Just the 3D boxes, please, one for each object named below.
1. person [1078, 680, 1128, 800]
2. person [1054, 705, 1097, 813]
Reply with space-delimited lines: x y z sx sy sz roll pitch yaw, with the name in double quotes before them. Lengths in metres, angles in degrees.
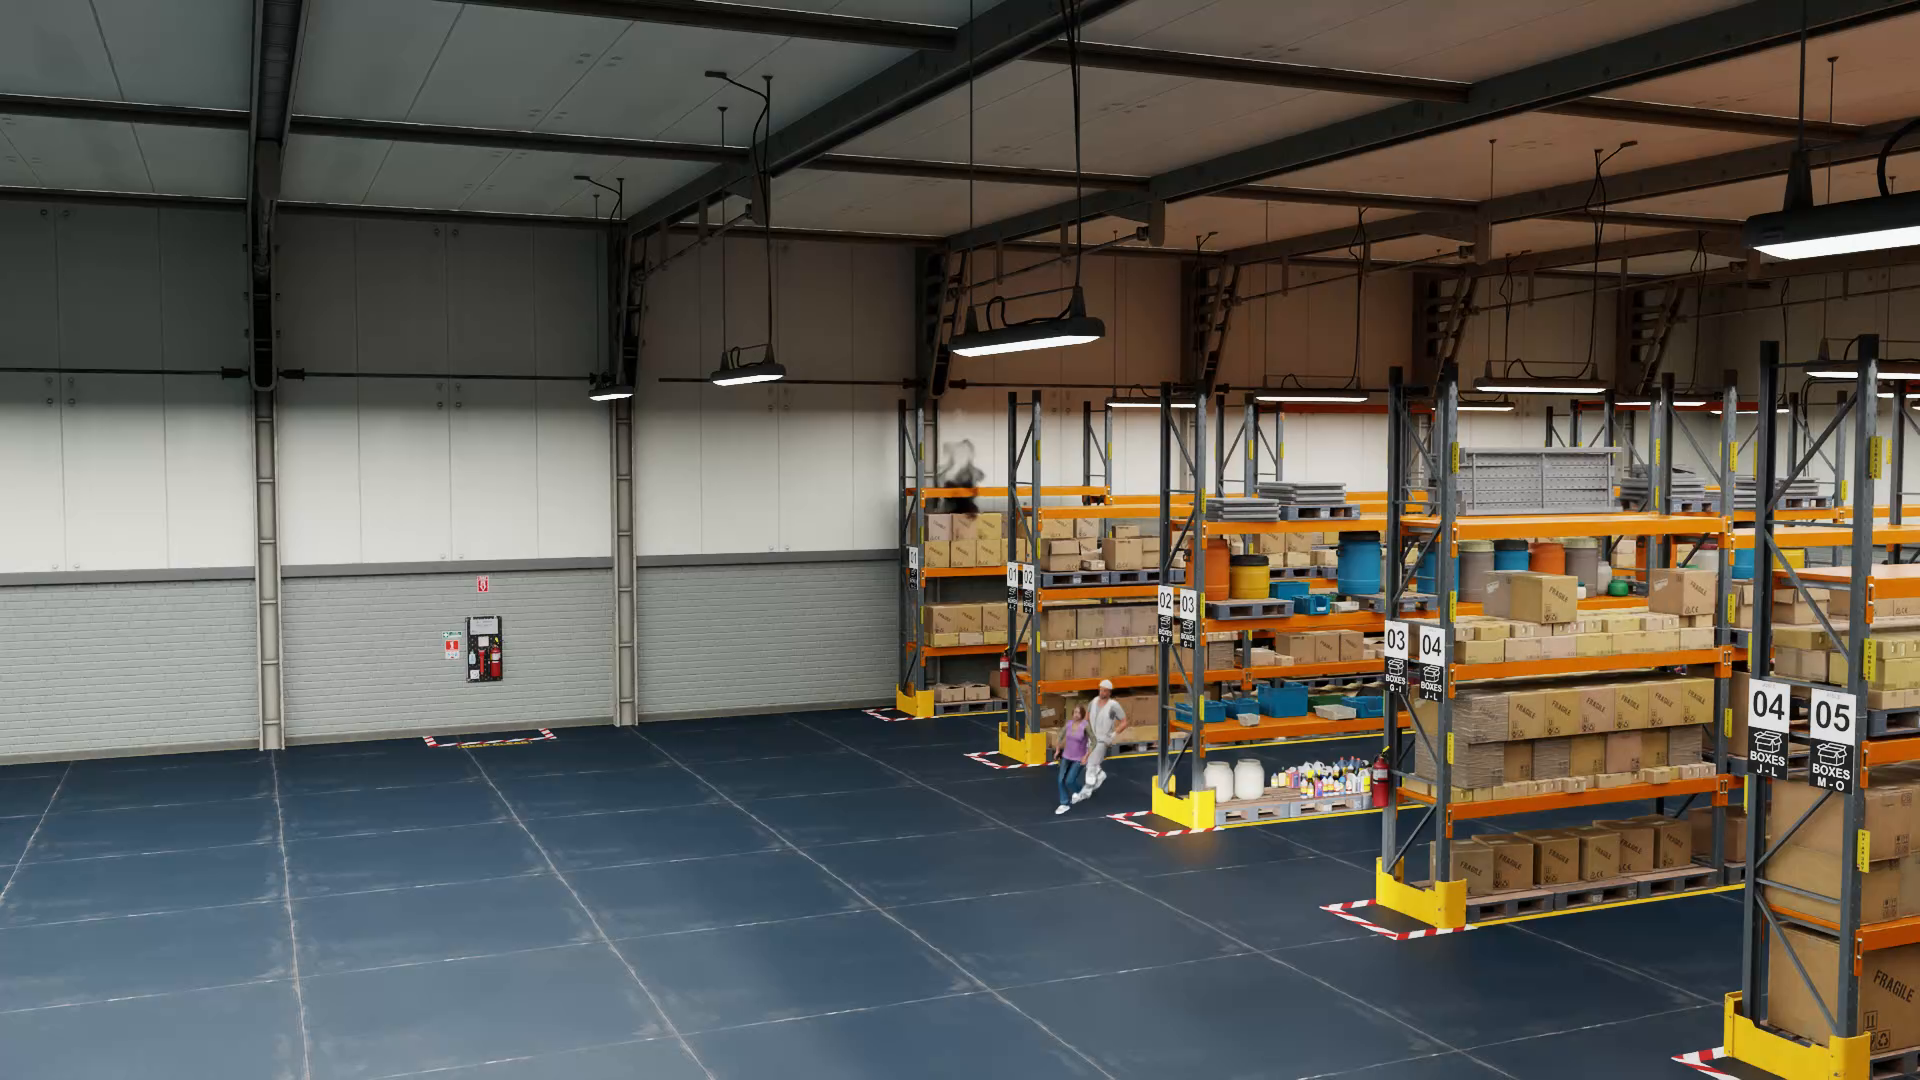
"person" 2.072 2.887 24.056 0.710 1.756 0.686 3 5 43
"person" 1.608 3.051 23.170 0.587 1.544 0.500 2 4 33
